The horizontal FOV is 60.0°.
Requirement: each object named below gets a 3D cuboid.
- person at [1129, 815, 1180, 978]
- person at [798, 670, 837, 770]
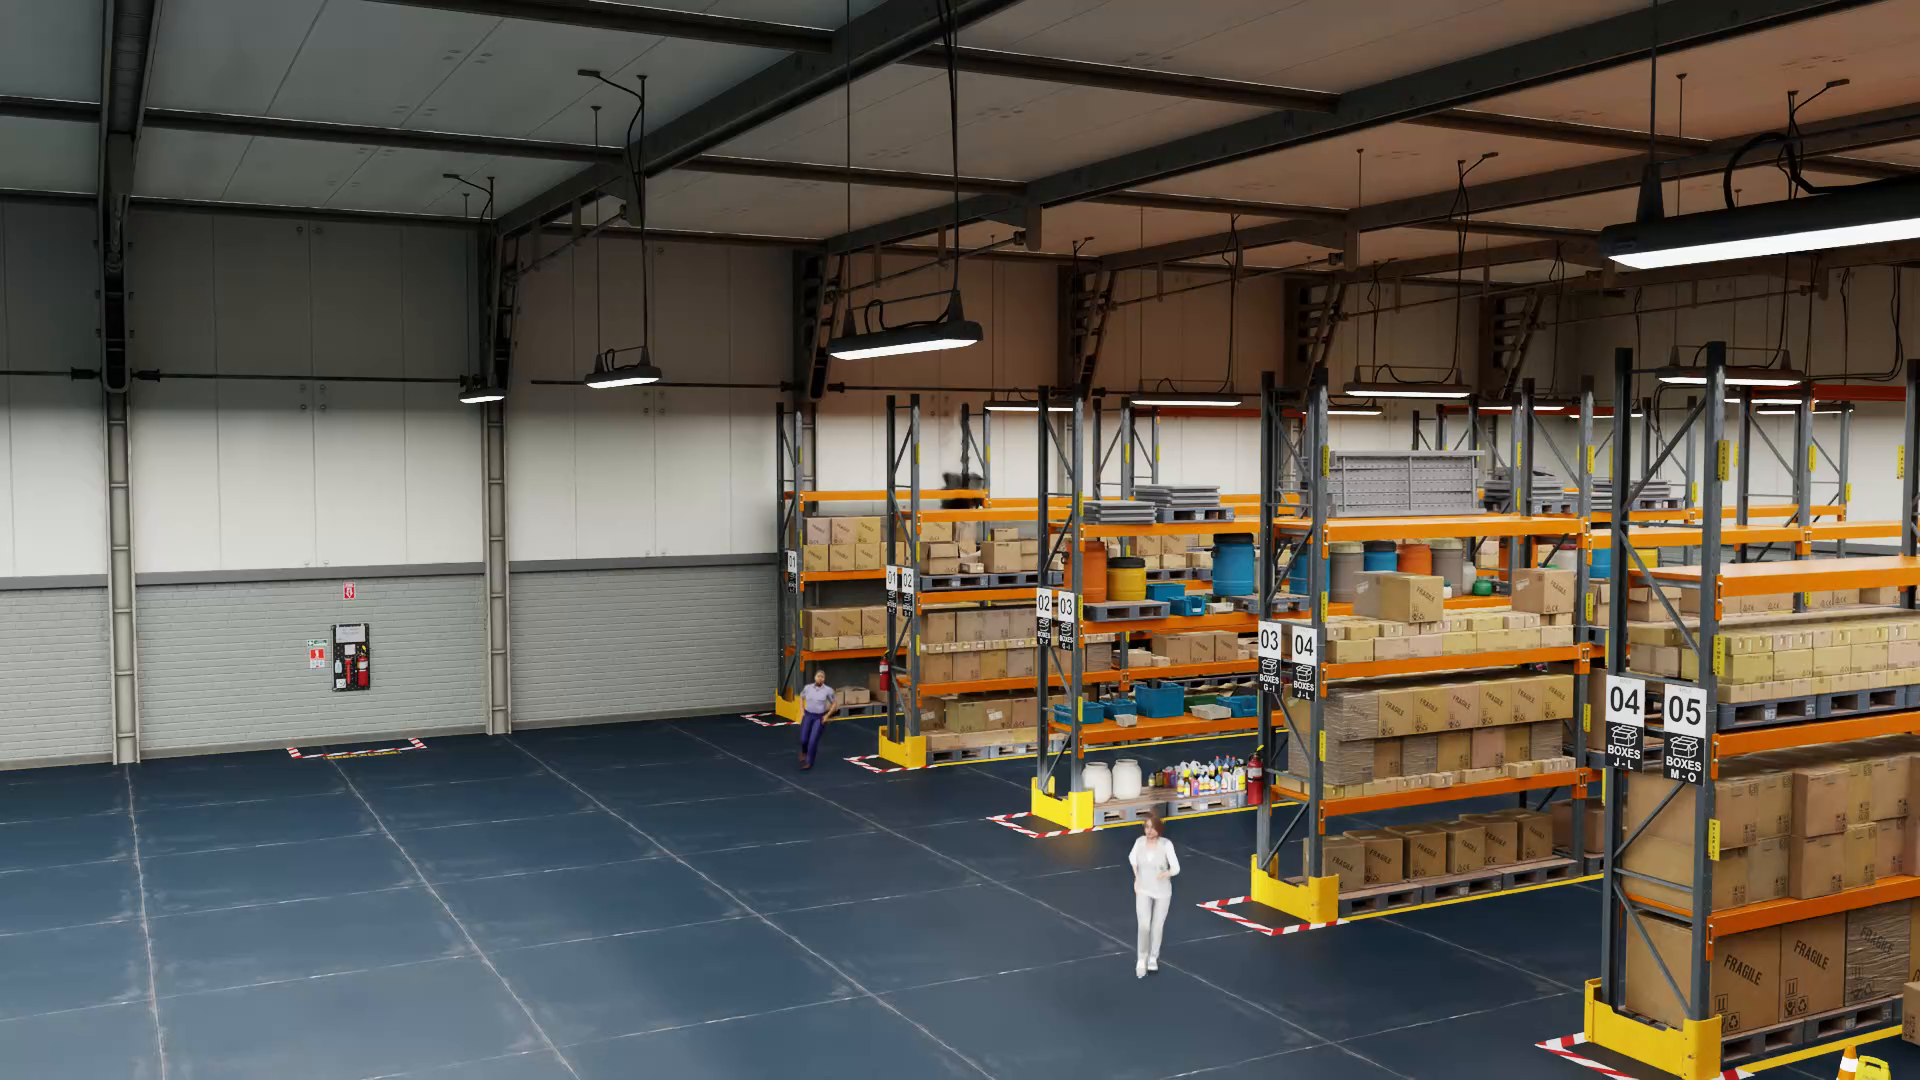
[{"bbox_3d":[1.876,3.460,16.142,0.510,1.598,0.653,1,3,12],"label":"person"},{"bbox_3d":[-2.309,2.868,26.656,0.649,1.587,0.547,0,3,5],"label":"person"}]
